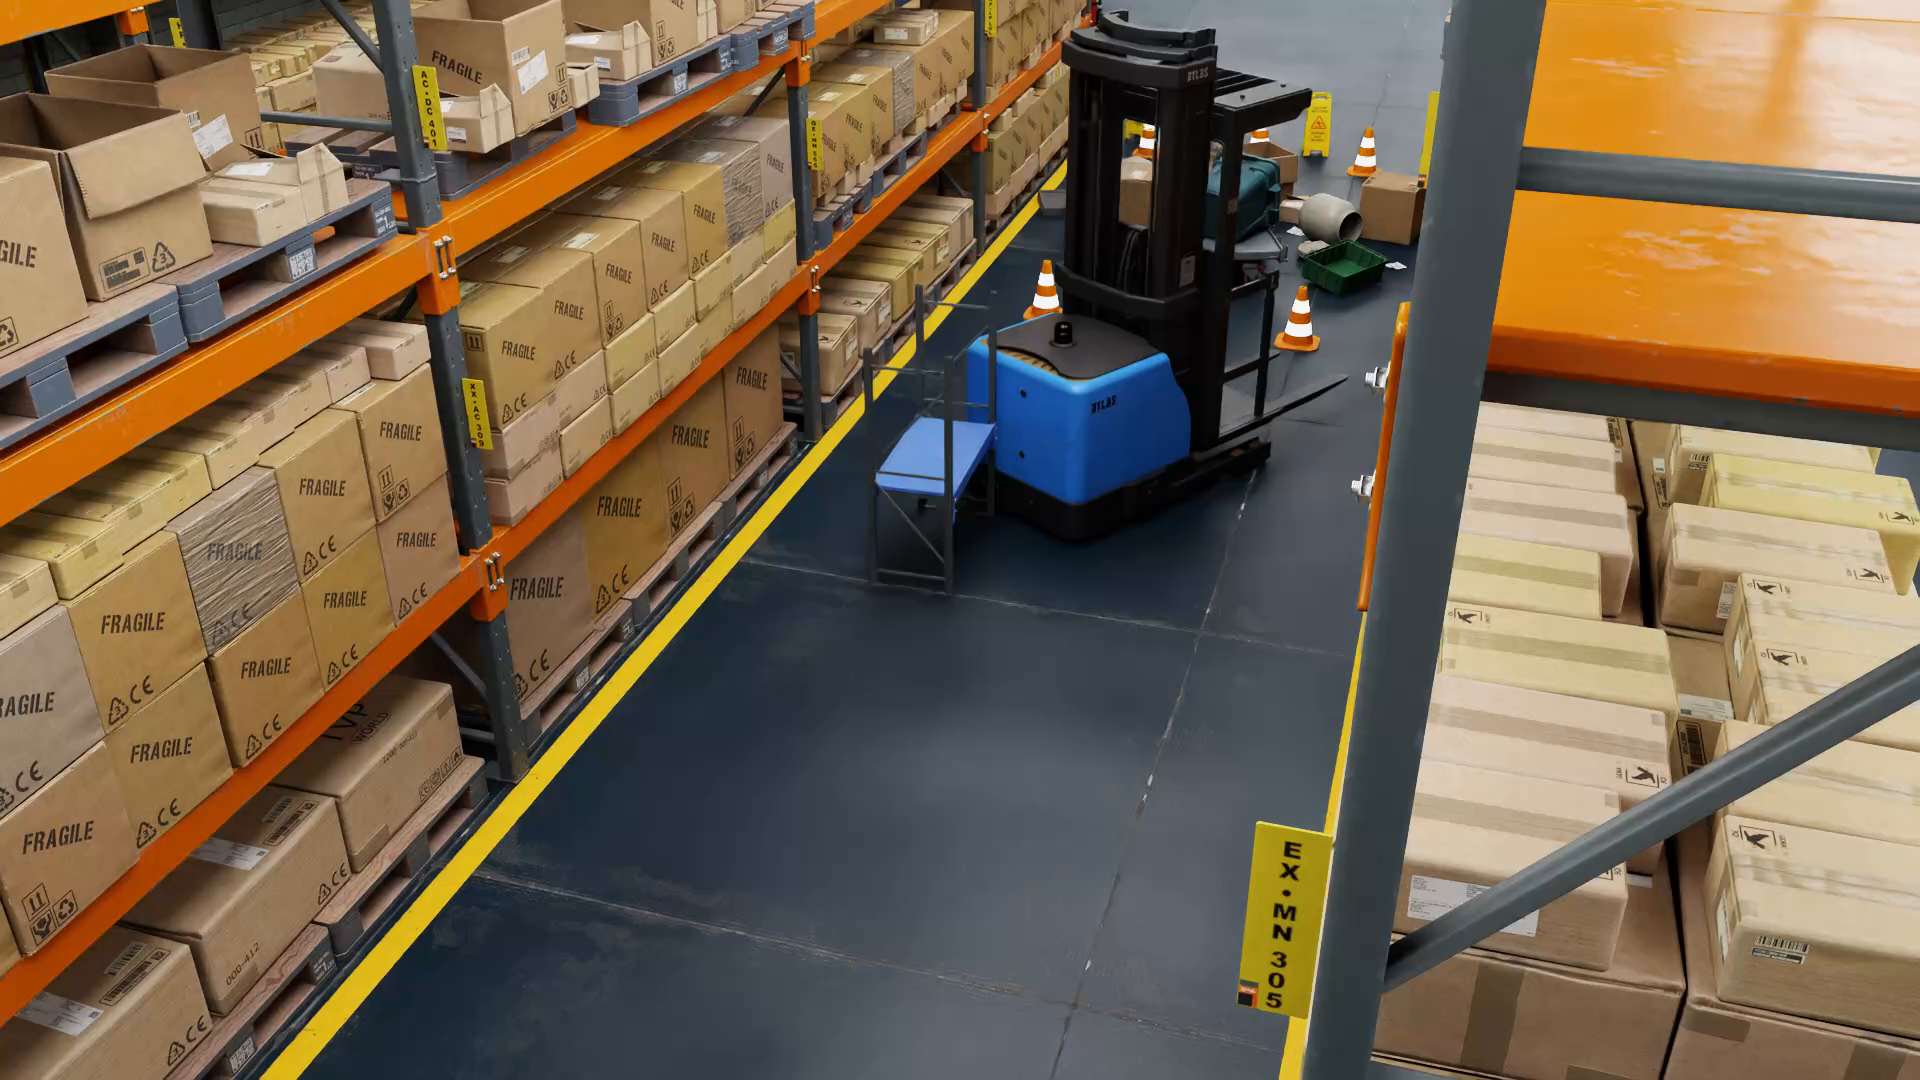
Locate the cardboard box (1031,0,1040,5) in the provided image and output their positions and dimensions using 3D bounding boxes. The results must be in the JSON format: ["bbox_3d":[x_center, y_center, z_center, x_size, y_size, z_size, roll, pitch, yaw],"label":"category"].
[{"bbox_3d":[0.406,-5.176,15.066,0.700,0.500,0.500,8,30,14],"label":"cardboard box"}]

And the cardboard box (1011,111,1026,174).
[{"bbox_3d":[0.302,-3.724,15.518,0.500,0.500,0.500,10,31,17],"label":"cardboard box"}]

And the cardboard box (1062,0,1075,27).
[{"bbox_3d":[0.852,-5.437,16.564,0.500,0.500,0.500,9,30,15],"label":"cardboard box"}]

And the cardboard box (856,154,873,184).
[{"bbox_3d":[-0.836,-2.639,11.770,0.380,0.149,0.250,9,30,15],"label":"cardboard box"}]

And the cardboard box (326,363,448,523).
[{"bbox_3d":[-2.498,-0.432,6.845,0.500,0.500,0.500,8,30,14],"label":"cardboard box"}]

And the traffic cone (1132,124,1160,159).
[{"bbox_3d":[2.006,-4.294,17.529,0.336,0.463,0.334,8,30,15],"label":"traffic cone"}]

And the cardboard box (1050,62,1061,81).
[{"bbox_3d":[0.793,-4.674,16.559,0.380,0.149,0.250,9,30,16],"label":"cardboard box"}]

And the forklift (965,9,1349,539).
[{"bbox_3d":[1.454,-1.886,10.661,3.031,2.935,1.130,-24,37,-36],"label":"forklift"}]

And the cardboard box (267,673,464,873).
[{"bbox_3d":[-2.910,1.003,7.601,0.875,0.438,0.875,8,30,14],"label":"cardboard box"}]

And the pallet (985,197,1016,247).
[{"bbox_3d":[-0.112,-3.026,15.508,1.003,0.211,1.213,8,30,15],"label":"pallet"}]

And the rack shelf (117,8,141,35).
[{"bbox_3d":[-6.782,-2.843,9.964,1.077,0.370,4.000,8,30,15],"label":"rack shelf"}]

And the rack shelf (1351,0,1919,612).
[{"bbox_3d":[1.552,-0.927,3.438,1.077,0.370,4.000,8,30,15],"label":"rack shelf"}]

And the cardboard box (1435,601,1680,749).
[{"bbox_3d":[1.022,0.254,2.888,0.380,0.149,0.250,8,30,13],"label":"cardboard box"}]

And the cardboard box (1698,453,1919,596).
[{"bbox_3d":[1.734,-0.036,3.409,0.380,0.149,0.250,9,30,16],"label":"cardboard box"}]

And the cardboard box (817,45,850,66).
[{"bbox_3d":[-1.132,-3.407,12.484,0.500,0.500,0.500,7,30,13],"label":"cardboard box"}]

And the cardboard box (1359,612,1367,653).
[{"bbox_3d":[1.284,0.097,4.094,0.500,0.250,0.500,10,31,17],"label":"cardboard box"}]

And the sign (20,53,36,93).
[{"bbox_3d":[-6.727,-3.359,12.047,0.100,0.325,0.005,8,30,15],"label":"sign"}]

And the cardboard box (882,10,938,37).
[{"bbox_3d":[-0.384,-4.000,12.881,0.380,0.149,0.250,8,30,13],"label":"cardboard box"}]

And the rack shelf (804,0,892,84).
[{"bbox_3d":[-0.862,-3.995,12.035,1.077,0.370,4.000,8,30,15],"label":"rack shelf"}]

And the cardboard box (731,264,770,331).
[{"bbox_3d":[-1.484,-1.492,10.035,0.500,0.250,0.500,9,30,16],"label":"cardboard box"}]

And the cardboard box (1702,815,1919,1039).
[{"bbox_3d":[1.277,0.552,2.351,0.380,0.149,0.250,8,30,14],"label":"cardboard box"}]

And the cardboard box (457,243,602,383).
[{"bbox_3d":[-2.096,-1.095,8.036,0.500,0.500,0.500,8,30,15],"label":"cardboard box"}]

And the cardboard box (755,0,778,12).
[{"bbox_3d":[-1.415,-3.412,9.709,0.797,0.503,0.637,7,30,12],"label":"cardboard box"}]

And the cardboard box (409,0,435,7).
[{"bbox_3d":[-4.909,-4.771,15.006,0.380,0.149,0.250,10,30,17],"label":"cardboard box"}]

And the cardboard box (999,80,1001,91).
[{"bbox_3d":[0.149,-4.044,14.727,0.380,0.149,0.250,9,30,16],"label":"cardboard box"}]

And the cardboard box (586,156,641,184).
[{"bbox_3d":[-2.130,-1.885,9.457,0.500,0.500,0.500,9,30,16],"label":"cardboard box"}]

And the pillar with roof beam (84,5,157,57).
[{"bbox_3d":[-2.559,-5.517,10.947,9.100,9.000,0.400,8,30,15],"label":"pillar with roof beam"}]

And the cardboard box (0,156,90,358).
[{"bbox_3d":[-3.062,-0.848,5.001,0.500,0.500,0.500,9,30,16],"label":"cardboard box"}]

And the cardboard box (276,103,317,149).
[{"bbox_3d":[-5.534,-3.355,13.384,0.500,0.250,0.500,8,30,13],"label":"cardboard box"}]

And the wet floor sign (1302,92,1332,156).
[{"bbox_3d":[3.777,-4.395,17.521,0.267,0.644,0.232,3,29,6],"label":"wet floor sign"}]

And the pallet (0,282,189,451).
[{"bbox_3d":[-3.233,-0.538,5.173,1.003,0.211,1.213,8,30,15],"label":"pallet"}]

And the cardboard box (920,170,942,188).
[{"bbox_3d":[-0.358,-3.551,15.208,0.500,0.500,0.500,8,30,14],"label":"cardboard box"}]

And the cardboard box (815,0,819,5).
[{"bbox_3d":[-1.119,-3.562,10.655,0.396,0.266,0.258,8,30,15],"label":"cardboard box"}]

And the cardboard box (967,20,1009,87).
[{"bbox_3d":[0.121,-4.266,14.460,0.500,0.500,0.500,8,30,15],"label":"cardboard box"}]

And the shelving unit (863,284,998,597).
[{"bbox_3d":[-0.154,-0.600,9.821,0.538,1.500,1.048,7,30,13],"label":"shelving unit"}]

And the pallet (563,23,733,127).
[{"bbox_3d":[-1.913,-2.470,8.749,1.003,0.211,1.213,10,31,17],"label":"pallet"}]

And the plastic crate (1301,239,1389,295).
[{"bbox_3d":[3.285,-2.333,14.226,0.662,0.188,0.450,-24,47,-37],"label":"plastic crate"}]

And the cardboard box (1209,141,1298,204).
[{"bbox_3d":[2.804,-3.518,16.092,0.797,0.503,0.637,-12,31,-20],"label":"cardboard box"}]

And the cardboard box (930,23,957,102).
[{"bbox_3d":[-0.335,-3.807,13.202,0.500,0.500,0.500,9,30,15],"label":"cardboard box"}]

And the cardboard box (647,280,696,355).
[{"bbox_3d":[-1.778,-1.240,9.068,0.500,0.250,0.500,8,30,13],"label":"cardboard box"}]

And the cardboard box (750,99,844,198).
[{"bbox_3d":[-1.096,-2.602,11.037,0.500,0.500,0.500,8,30,13],"label":"cardboard box"}]

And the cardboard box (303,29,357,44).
[{"bbox_3d":[-5.256,-4.173,13.931,0.380,0.149,0.250,9,30,15],"label":"cardboard box"}]

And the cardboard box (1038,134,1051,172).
[{"bbox_3d":[0.611,-3.871,16.555,0.500,0.250,0.500,7,30,13],"label":"cardboard box"}]

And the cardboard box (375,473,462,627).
[{"bbox_3d":[-2.515,-0.002,7.100,0.500,0.500,0.500,9,30,15],"label":"cardboard box"}]

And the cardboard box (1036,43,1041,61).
[{"bbox_3d":[0.556,-4.633,15.786,0.380,0.149,0.250,8,30,15],"label":"cardboard box"}]

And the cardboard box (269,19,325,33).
[{"bbox_3d":[-5.685,-4.362,14.271,0.380,0.149,0.250,8,30,15],"label":"cardboard box"}]

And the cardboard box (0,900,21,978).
[{"bbox_3d":[-3.260,1.184,4.968,0.500,0.500,0.500,8,30,14],"label":"cardboard box"}]

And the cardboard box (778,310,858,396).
[{"bbox_3d":[-1.274,-1.365,11.925,0.950,0.372,0.625,6,30,11],"label":"cardboard box"}]

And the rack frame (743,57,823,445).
[{"bbox_3d":[-1.449,-2.069,10.919,1.000,3.000,0.127,8,30,15],"label":"rack frame"}]

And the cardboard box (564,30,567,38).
[{"bbox_3d":[-2.211,-2.502,8.421,0.380,0.166,0.250,11,31,19],"label":"cardboard box"}]

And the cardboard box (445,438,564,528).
[{"bbox_3d":[-2.242,-0.311,7.914,0.500,0.250,0.500,8,30,14],"label":"cardboard box"}]

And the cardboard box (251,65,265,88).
[{"bbox_3d":[-5.627,-3.579,12.864,0.380,0.149,0.250,9,30,15],"label":"cardboard box"}]

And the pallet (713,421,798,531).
[{"bbox_3d":[-1.752,-0.495,10.957,1.003,0.211,1.213,8,30,15],"label":"pallet"}]

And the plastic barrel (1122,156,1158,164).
[{"bbox_3d":[1.740,-3.485,16.114,0.421,0.421,0.512,-17,34,-28],"label":"plastic barrel"}]

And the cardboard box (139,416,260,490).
[{"bbox_3d":[-2.769,-0.322,5.981,0.380,0.149,0.250,8,30,14],"label":"cardboard box"}]

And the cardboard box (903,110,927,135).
[{"bbox_3d":[-0.475,-3.251,12.870,0.380,0.149,0.250,8,30,15],"label":"cardboard box"}]

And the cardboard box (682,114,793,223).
[{"bbox_3d":[-1.351,-2.272,10.152,0.500,0.500,0.500,8,30,14],"label":"cardboard box"}]

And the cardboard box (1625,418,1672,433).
[{"bbox_3d":[1.934,-0.281,4.259,0.500,0.250,0.500,10,31,17],"label":"cardboard box"}]
